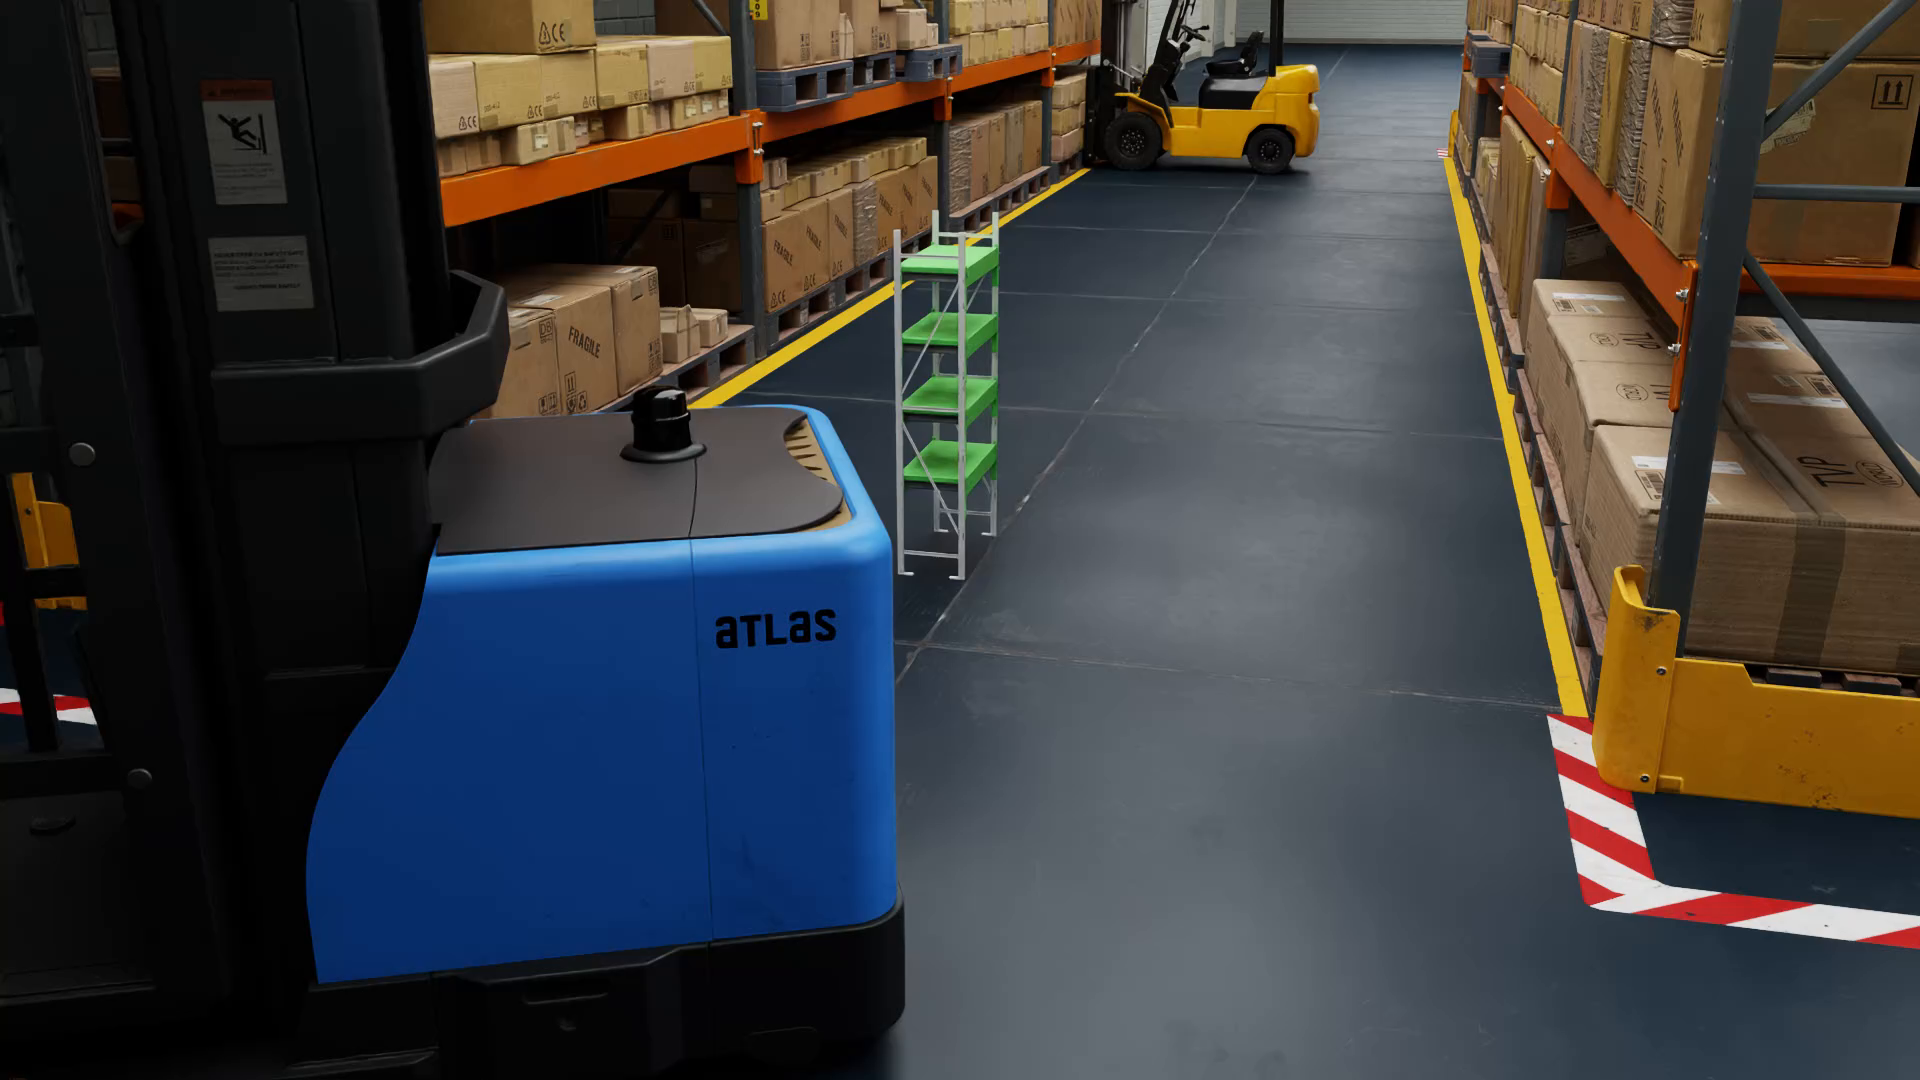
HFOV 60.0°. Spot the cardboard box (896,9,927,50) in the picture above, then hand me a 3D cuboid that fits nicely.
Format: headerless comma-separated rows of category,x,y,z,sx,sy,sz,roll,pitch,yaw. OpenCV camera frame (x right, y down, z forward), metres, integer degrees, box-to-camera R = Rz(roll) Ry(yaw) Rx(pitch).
cardboard box,-0.524,-3.462,11.264,0.500,0.250,0.500,4,19,11

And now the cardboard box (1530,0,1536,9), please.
cardboard box,7.027,-4.727,11.663,5.801,1.807,6.767,5,20,15

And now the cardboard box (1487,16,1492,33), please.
cardboard box,4.701,-4.407,14.189,0.380,0.149,0.250,5,20,14

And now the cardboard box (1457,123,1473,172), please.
cardboard box,6.535,-2.821,10.334,6.524,2.239,14.433,5,20,15

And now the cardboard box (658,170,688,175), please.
cardboard box,-1.600,-2.140,10.025,0.380,0.149,0.250,4,19,11

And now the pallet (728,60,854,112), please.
pallet,-1.256,-2.588,9.420,1.003,0.211,1.213,5,19,13

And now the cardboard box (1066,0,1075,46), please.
cardboard box,0.870,-5.274,16.834,0.500,0.500,0.500,5,19,14

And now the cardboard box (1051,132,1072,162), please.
cardboard box,0.837,-3.967,16.765,0.500,0.250,0.500,5,19,14

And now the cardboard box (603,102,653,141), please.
cardboard box,-1.598,-1.869,7.407,0.380,0.149,0.250,4,19,13

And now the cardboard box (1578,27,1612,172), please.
cardboard box,2.634,-1.654,6.234,0.500,0.500,0.500,5,19,14

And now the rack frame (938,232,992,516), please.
rack frame,0.018,-0.592,6.066,0.228,1.046,0.006,5,19,13

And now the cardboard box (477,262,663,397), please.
cardboard box,-1.793,-0.973,7.613,0.700,0.500,0.500,4,19,11

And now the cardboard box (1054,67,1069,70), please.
cardboard box,0.955,-5.276,19.050,0.500,0.250,0.500,5,19,13

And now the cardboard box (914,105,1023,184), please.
cardboard box,0.584,-4.276,17.090,0.963,0.625,4.871,5,19,14

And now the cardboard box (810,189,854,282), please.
cardboard box,-0.974,-1.910,10.356,0.500,0.500,0.500,4,19,12

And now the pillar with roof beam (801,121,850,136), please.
pillar with roof beam,3.039,-6.669,11.791,9.100,9.000,0.400,5,19,13

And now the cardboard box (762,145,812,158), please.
cardboard box,-1.240,-2.631,11.464,0.380,0.149,0.250,4,19,11

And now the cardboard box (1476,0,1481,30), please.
cardboard box,5.321,-5.225,16.229,0.500,0.500,0.500,5,20,15

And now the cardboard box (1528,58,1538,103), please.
cardboard box,3.512,-2.614,9.431,0.500,0.250,0.500,5,19,13

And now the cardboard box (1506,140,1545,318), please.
cardboard box,3.544,-1.723,9.230,0.966,0.875,0.966,3,19,9

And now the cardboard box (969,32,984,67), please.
cardboard box,-0.107,-3.896,13.186,0.500,0.250,0.500,4,19,12

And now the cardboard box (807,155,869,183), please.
cardboard box,-0.806,-2.425,10.860,0.380,0.149,0.250,4,19,11

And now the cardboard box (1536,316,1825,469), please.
cardboard box,2.782,-0.563,6.509,0.875,0.438,0.875,4,19,12

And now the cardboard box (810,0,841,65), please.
cardboard box,-1.095,-2.979,9.464,0.700,0.500,0.500,5,19,14

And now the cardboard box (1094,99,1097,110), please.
cardboard box,1.195,-4.678,18.074,0.500,0.250,0.500,5,19,13

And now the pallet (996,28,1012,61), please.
pallet,12.263,-4.137,11.636,25.245,1.709,1.217,4,19,11

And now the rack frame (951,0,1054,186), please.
rack frame,0.398,-4.944,16.022,1.000,3.000,0.127,5,19,13

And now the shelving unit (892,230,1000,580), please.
shelving unit,7.155,-1.278,8.074,13.061,1.200,8.595,5,19,13

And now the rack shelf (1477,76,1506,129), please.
rack shelf,4.723,-3.586,13.158,1.077,0.370,4.000,5,19,13

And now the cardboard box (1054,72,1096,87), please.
cardboard box,1.201,-4.922,18.014,0.500,0.250,0.500,4,19,12

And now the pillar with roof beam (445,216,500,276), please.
pillar with roof beam,1.573,-4.788,6.285,9.100,9.000,0.400,5,19,13

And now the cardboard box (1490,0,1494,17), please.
cardboard box,4.448,-4.343,12.997,0.500,0.500,0.500,4,19,11

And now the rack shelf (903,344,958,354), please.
rack shelf,-0.040,-0.710,5.776,0.199,0.029,0.442,5,19,13

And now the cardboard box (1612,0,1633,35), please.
cardboard box,2.515,-1.961,5.586,0.500,0.500,0.500,5,19,13

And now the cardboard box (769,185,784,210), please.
cardboard box,-1.219,-1.944,9.451,0.380,0.149,0.250,4,19,12

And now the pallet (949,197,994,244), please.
pallet,-0.341,-2.626,13.548,1.003,0.211,1.213,5,19,13

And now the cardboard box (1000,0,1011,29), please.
cardboard box,0.135,-4.457,14.055,0.500,0.250,0.500,5,19,14

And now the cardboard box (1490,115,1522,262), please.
cardboard box,3.985,-2.283,10.868,0.875,0.875,0.875,4,19,13

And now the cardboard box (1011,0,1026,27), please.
cardboard box,0.276,-4.684,14.490,0.505,0.399,0.505,5,19,14

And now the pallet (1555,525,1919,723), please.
pallet,2.399,0.271,5.068,1.003,0.211,1.213,5,19,13

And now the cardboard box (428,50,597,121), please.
cardboard box,-1.814,-1.853,6.743,0.500,0.250,0.500,4,19,12

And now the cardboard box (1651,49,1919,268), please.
cardboard box,2.141,-1.011,4.353,0.500,0.500,0.500,5,19,14

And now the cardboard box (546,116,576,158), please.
cardboard box,-1.780,-1.629,6.706,0.380,0.149,0.250,5,20,15

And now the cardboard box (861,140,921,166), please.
cardboard box,-0.491,-2.750,11.813,0.380,0.149,0.250,4,19,11

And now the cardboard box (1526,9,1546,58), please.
cardboard box,3.473,-2.851,9.351,0.500,0.250,0.500,5,19,14

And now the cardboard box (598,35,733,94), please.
cardboard box,-1.445,-2.327,8.133,0.500,0.250,0.500,5,20,15

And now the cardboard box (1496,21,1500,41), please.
cardboard box,4.169,-3.751,12.268,0.380,0.149,0.250,4,19,11

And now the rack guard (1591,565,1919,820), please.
rack guard,2.274,0.398,4.248,1.175,0.500,0.348,5,19,13

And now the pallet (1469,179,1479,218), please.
pallet,5.023,-2.989,14.613,1.003,0.211,1.213,5,19,13
